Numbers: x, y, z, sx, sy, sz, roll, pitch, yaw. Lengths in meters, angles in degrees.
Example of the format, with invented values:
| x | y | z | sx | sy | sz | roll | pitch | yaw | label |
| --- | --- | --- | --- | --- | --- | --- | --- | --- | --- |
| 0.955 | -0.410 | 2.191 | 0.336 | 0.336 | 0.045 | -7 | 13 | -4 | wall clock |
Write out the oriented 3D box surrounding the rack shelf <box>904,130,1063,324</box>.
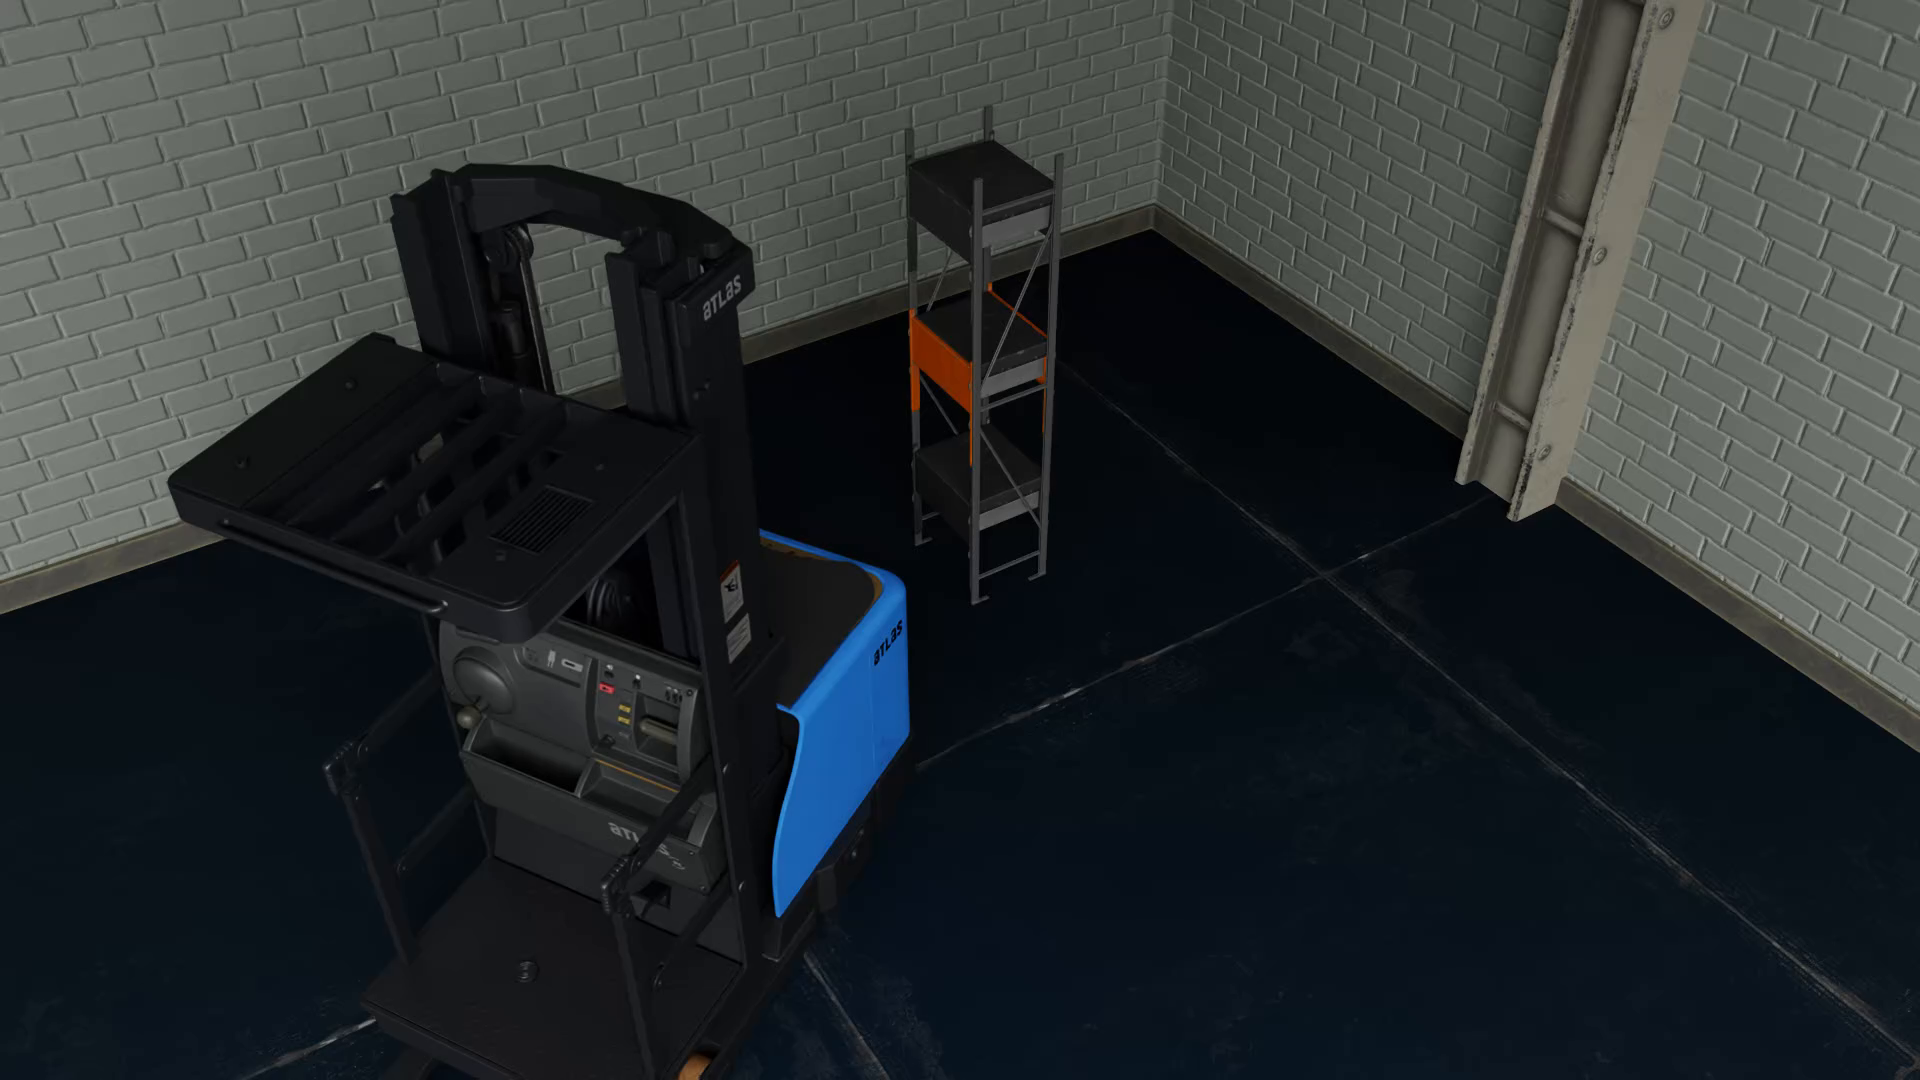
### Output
| x | y | z | sx | sy | sz | roll | pitch | yaw | label |
| --- | --- | --- | --- | --- | --- | --- | --- | --- | --- |
| 0.089 | -1.245 | 6.592 | 0.431 | 0.518 | 0.480 | -22 | 45 | -24 | rack shelf |

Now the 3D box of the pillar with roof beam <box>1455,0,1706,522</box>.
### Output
| x | y | z | sx | sy | sz | roll | pitch | yaw | label |
| --- | --- | --- | --- | --- | --- | --- | --- | --- | --- |
| -0.968 | -2.220 | 3.445 | 9.100 | 9.000 | 0.400 | -22 | 45 | -24 | pillar with roof beam |

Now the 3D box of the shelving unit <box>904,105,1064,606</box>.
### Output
| x | y | z | sx | sy | sz | roll | pitch | yaw | label |
| --- | --- | --- | --- | --- | --- | --- | --- | --- | --- |
| 0.089 | -0.717 | 7.031 | 0.431 | 2.100 | 0.503 | -22 | 45 | -24 | shelving unit |

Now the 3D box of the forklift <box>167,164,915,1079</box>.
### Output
| x | y | z | sx | sy | sz | roll | pitch | yaw | label |
| --- | --- | --- | --- | --- | --- | --- | --- | --- | --- |
| -1.283 | 0.537 | 4.877 | 1.130 | 2.935 | 3.031 | 18 | 43 | 20 | forklift |

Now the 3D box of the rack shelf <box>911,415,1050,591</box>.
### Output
| x | y | z | sx | sy | sz | roll | pitch | yaw | label |
| --- | --- | --- | --- | --- | --- | --- | --- | --- | --- |
| 0.089 | -0.169 | 7.488 | 0.431 | 0.518 | 0.480 | -22 | 45 | -24 | rack shelf |

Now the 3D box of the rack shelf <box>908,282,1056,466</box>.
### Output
| x | y | z | sx | sy | sz | roll | pitch | yaw | label |
| --- | --- | --- | --- | --- | --- | --- | --- | --- | --- |
| 0.089 | -0.707 | 7.040 | 0.431 | 0.518 | 0.480 | -22 | 45 | -24 | rack shelf |

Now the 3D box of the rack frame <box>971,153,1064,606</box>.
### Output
| x | y | z | sx | sy | sz | roll | pitch | yaw | label |
| --- | --- | --- | --- | --- | --- | --- | --- | --- | --- |
| 0.220 | -0.586 | 6.873 | 0.400 | 2.100 | 0.015 | -22 | 45 | -24 | rack frame |

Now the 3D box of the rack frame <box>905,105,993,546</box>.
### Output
| x | y | z | sx | sy | sz | roll | pitch | yaw | label |
| --- | --- | --- | --- | --- | --- | --- | --- | --- | --- |
| -0.042 | -0.849 | 7.189 | 0.400 | 2.100 | 0.015 | -22 | 45 | -24 | rack frame |
